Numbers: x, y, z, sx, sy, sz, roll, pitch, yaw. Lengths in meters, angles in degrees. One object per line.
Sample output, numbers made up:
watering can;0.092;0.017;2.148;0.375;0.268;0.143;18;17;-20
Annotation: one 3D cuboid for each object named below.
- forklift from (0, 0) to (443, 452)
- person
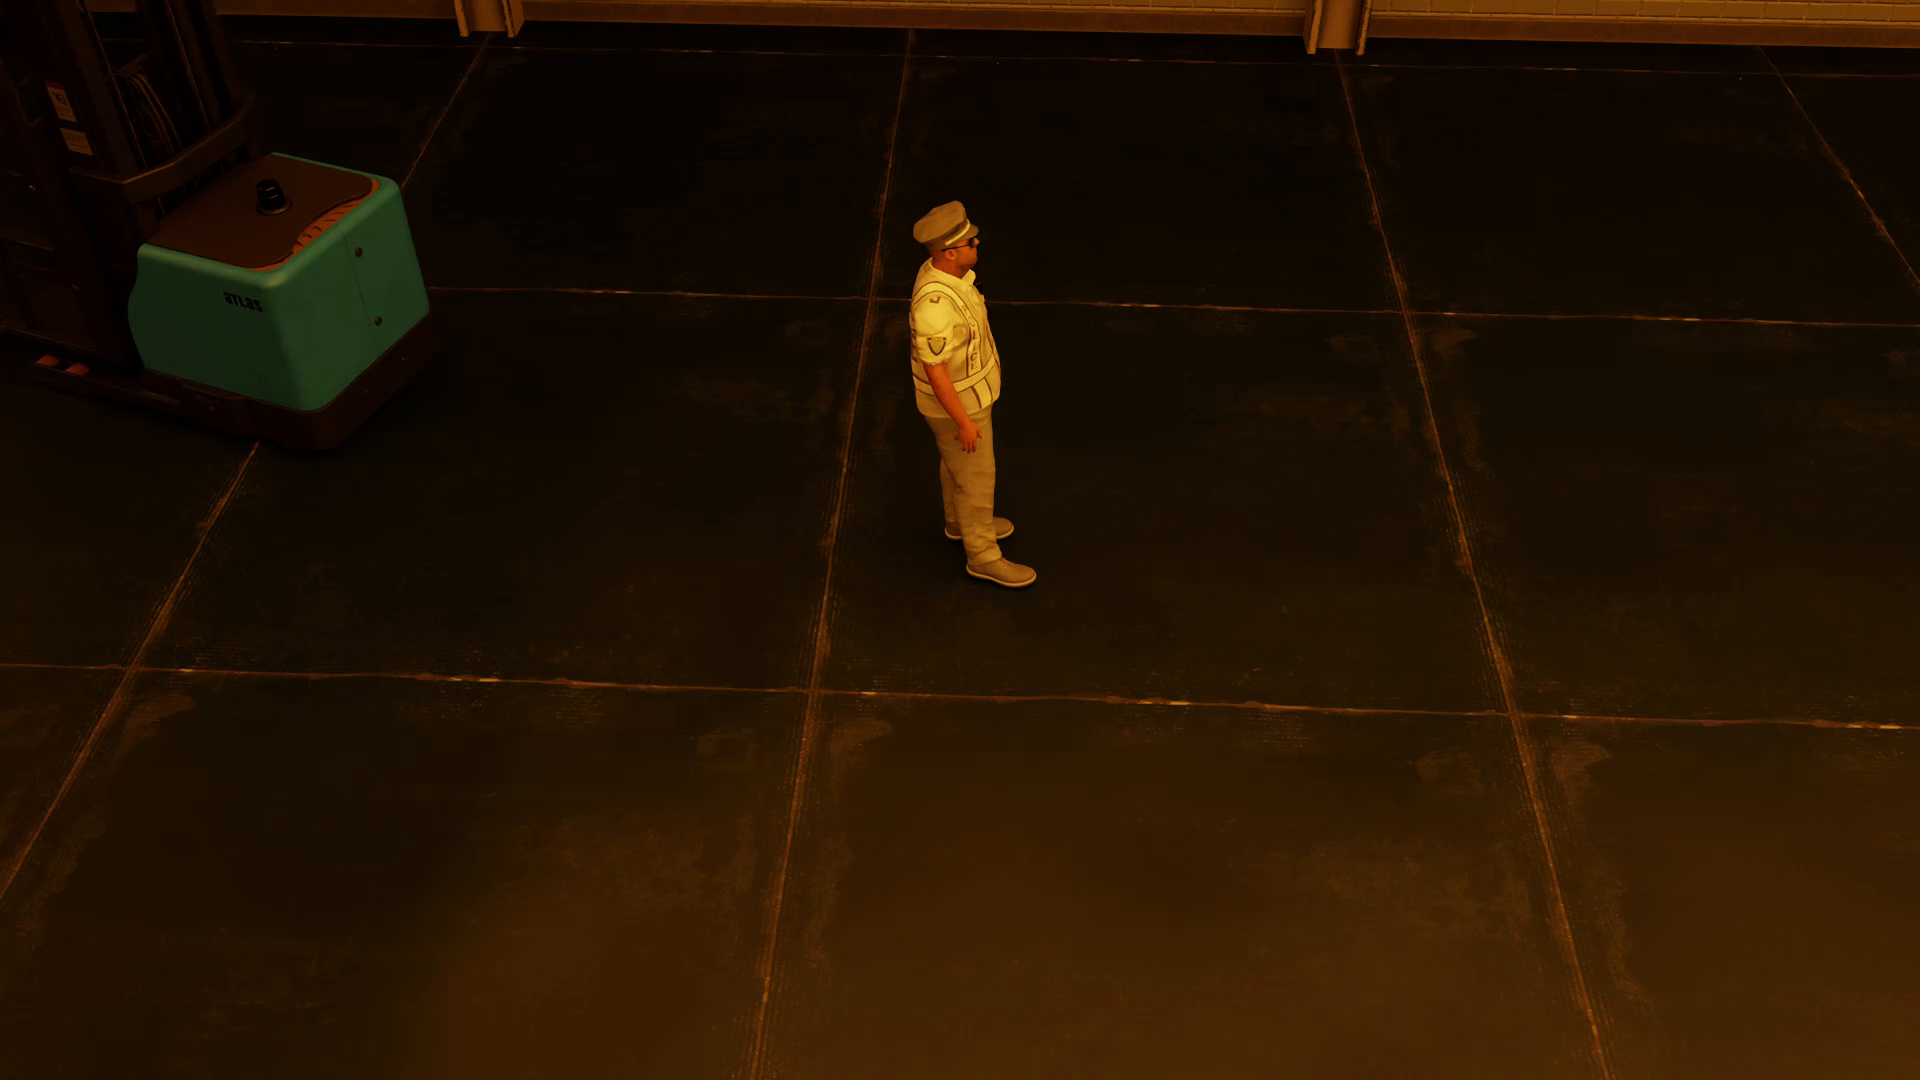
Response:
forklift;-4.355;-2.157;8.105;3.031;2.935;1.130;15;44;16
person;0.078;-0.653;7.300;0.574;1.778;0.641;2;42;2
